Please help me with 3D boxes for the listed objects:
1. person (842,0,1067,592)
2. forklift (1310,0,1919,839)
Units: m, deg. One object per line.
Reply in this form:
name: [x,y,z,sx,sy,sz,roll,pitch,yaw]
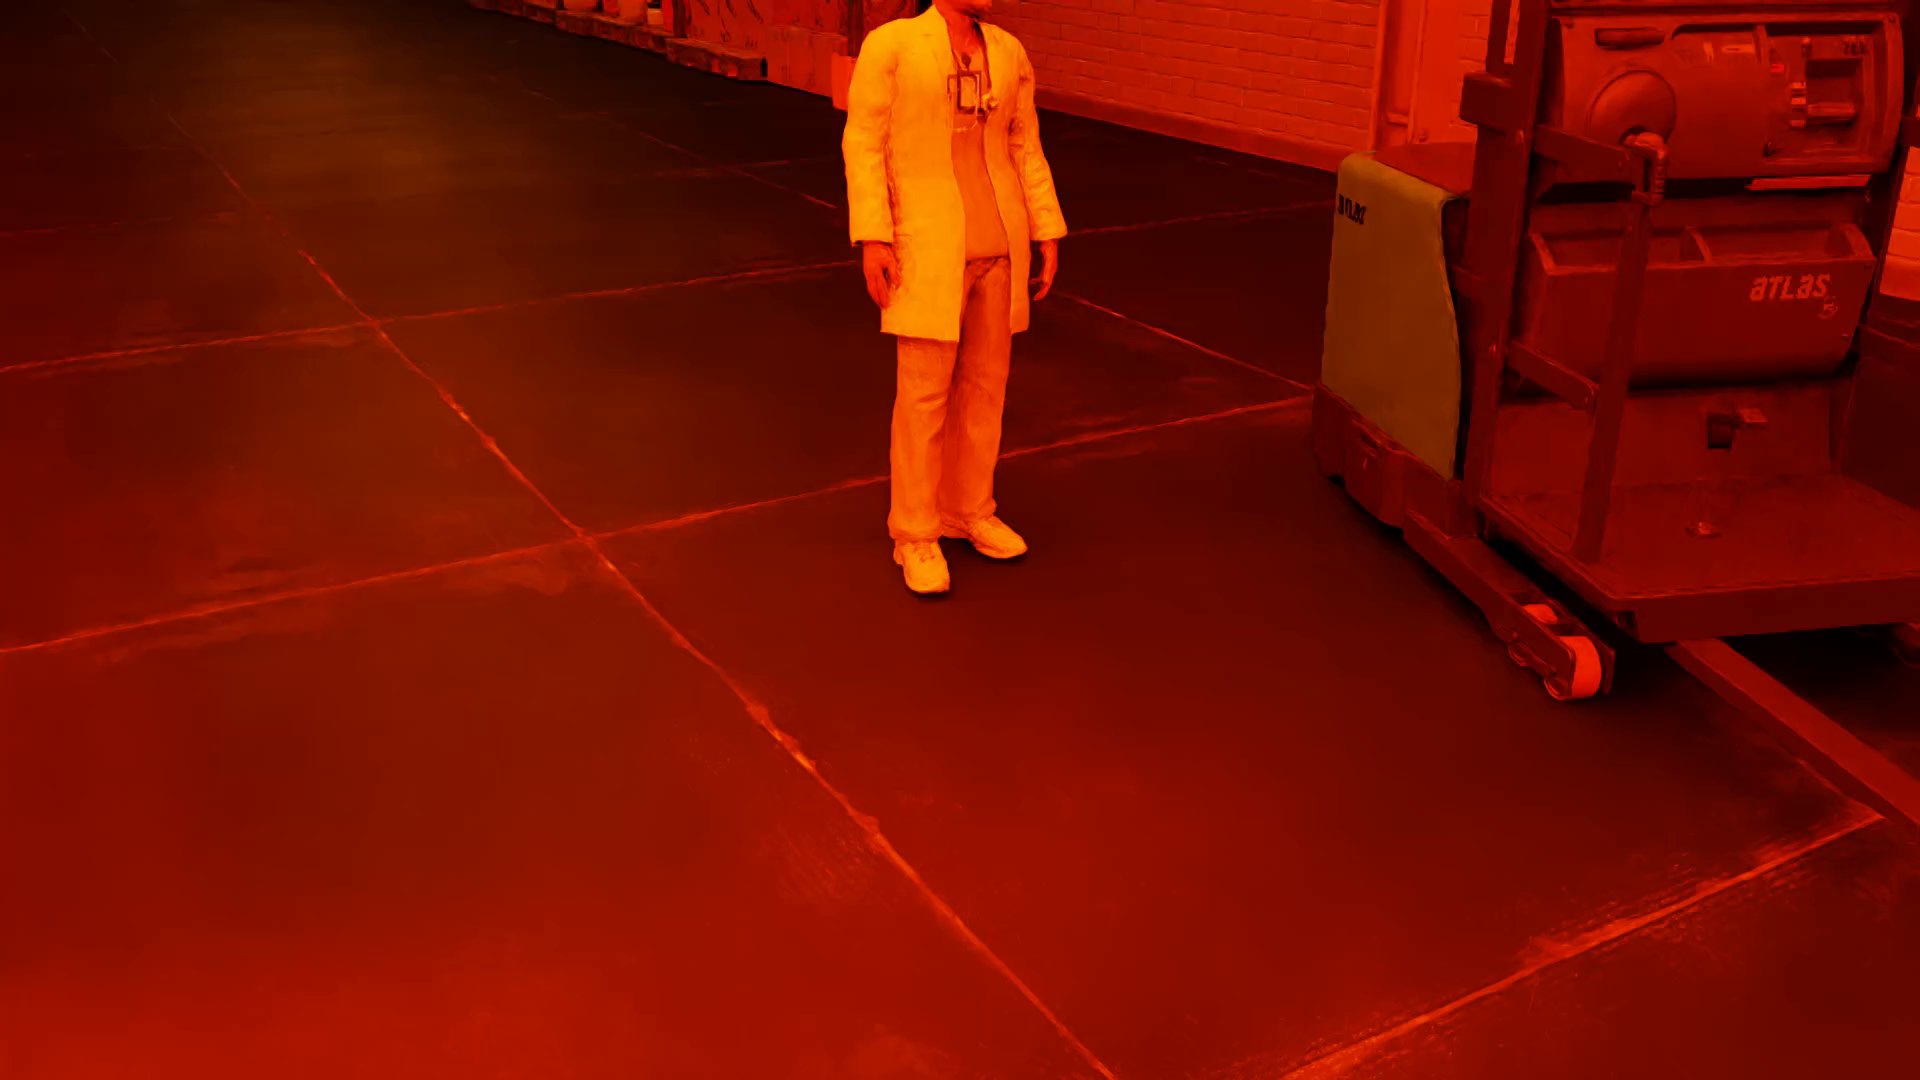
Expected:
person: [0.042,-0.798,4.719,0.694,1.776,0.579,-12,25,-28]
forklift: [1.968,-1.103,3.961,1.130,2.935,3.031,-4,23,-9]
